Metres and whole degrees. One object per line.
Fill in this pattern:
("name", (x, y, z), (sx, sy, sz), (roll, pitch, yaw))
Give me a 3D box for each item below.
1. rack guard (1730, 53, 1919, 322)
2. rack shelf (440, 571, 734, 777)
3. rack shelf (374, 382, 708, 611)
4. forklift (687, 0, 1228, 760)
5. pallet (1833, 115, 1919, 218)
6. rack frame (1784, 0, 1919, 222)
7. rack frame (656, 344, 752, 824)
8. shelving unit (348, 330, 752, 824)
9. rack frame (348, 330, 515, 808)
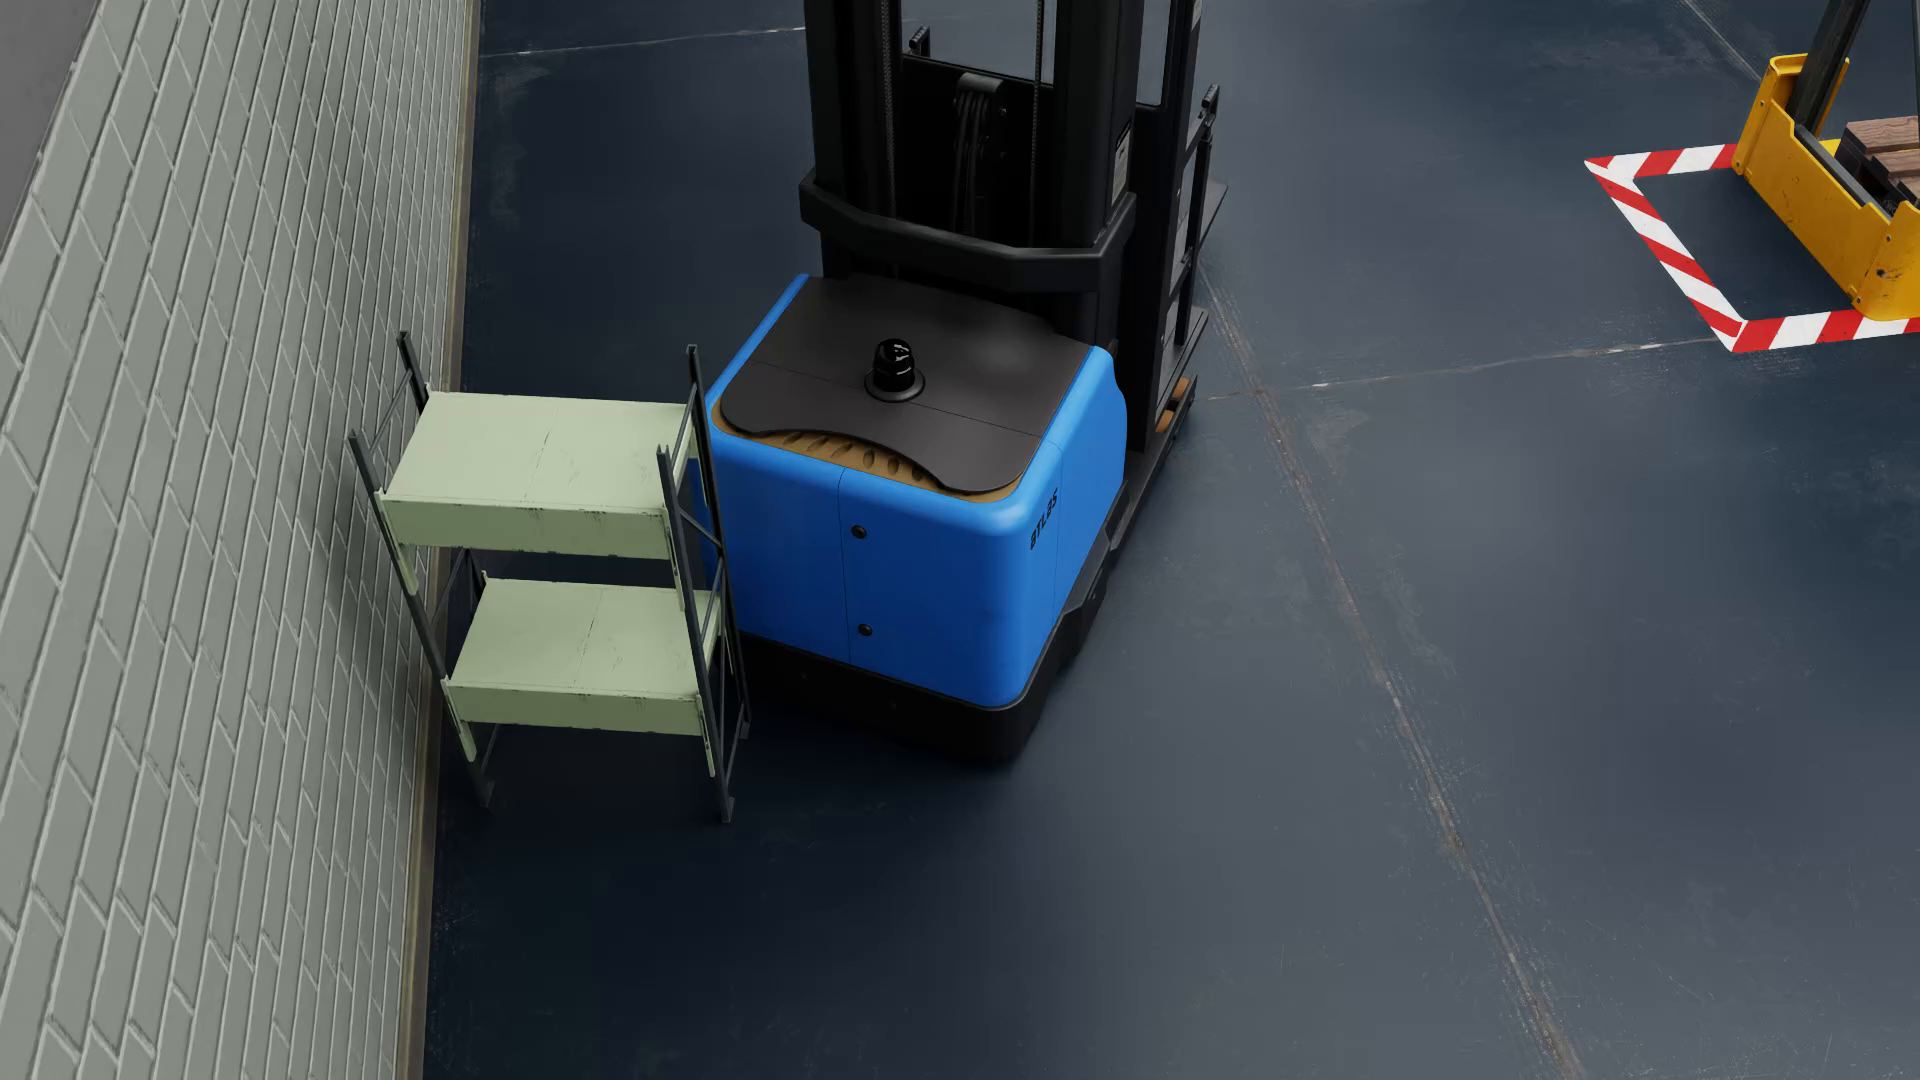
("rack guard", (3.662, -1.467, 6.816), (0.348, 0.500, 1.175), (-7, 46, -7))
("rack shelf", (-1.045, 0.384, 4.791), (0.720, 0.370, 0.431), (3, 46, 3))
("rack shelf", (-1.045, -0.113, 4.275), (0.720, 0.370, 0.431), (3, 46, 3))
("forklift", (0.231, -1.433, 5.096), (1.130, 2.935, 3.031), (16, 48, 15))
("pallet", (4.503, -1.453, 7.003), (1.213, 0.211, 1.003), (-7, 46, -7))
("rack frame", (3.684, -2.346, 5.928), (0.127, 3.000, 1.000), (-7, 46, -7))
("rack frame", (-0.680, 0.178, 4.537), (0.023, 1.500, 0.400), (3, 46, 3))
("shelving unit", (-1.045, 0.158, 4.557), (0.755, 1.500, 0.431), (3, 46, 3))
("rack frame", (-1.410, 0.138, 4.576), (0.023, 1.500, 0.400), (3, 46, 3))
